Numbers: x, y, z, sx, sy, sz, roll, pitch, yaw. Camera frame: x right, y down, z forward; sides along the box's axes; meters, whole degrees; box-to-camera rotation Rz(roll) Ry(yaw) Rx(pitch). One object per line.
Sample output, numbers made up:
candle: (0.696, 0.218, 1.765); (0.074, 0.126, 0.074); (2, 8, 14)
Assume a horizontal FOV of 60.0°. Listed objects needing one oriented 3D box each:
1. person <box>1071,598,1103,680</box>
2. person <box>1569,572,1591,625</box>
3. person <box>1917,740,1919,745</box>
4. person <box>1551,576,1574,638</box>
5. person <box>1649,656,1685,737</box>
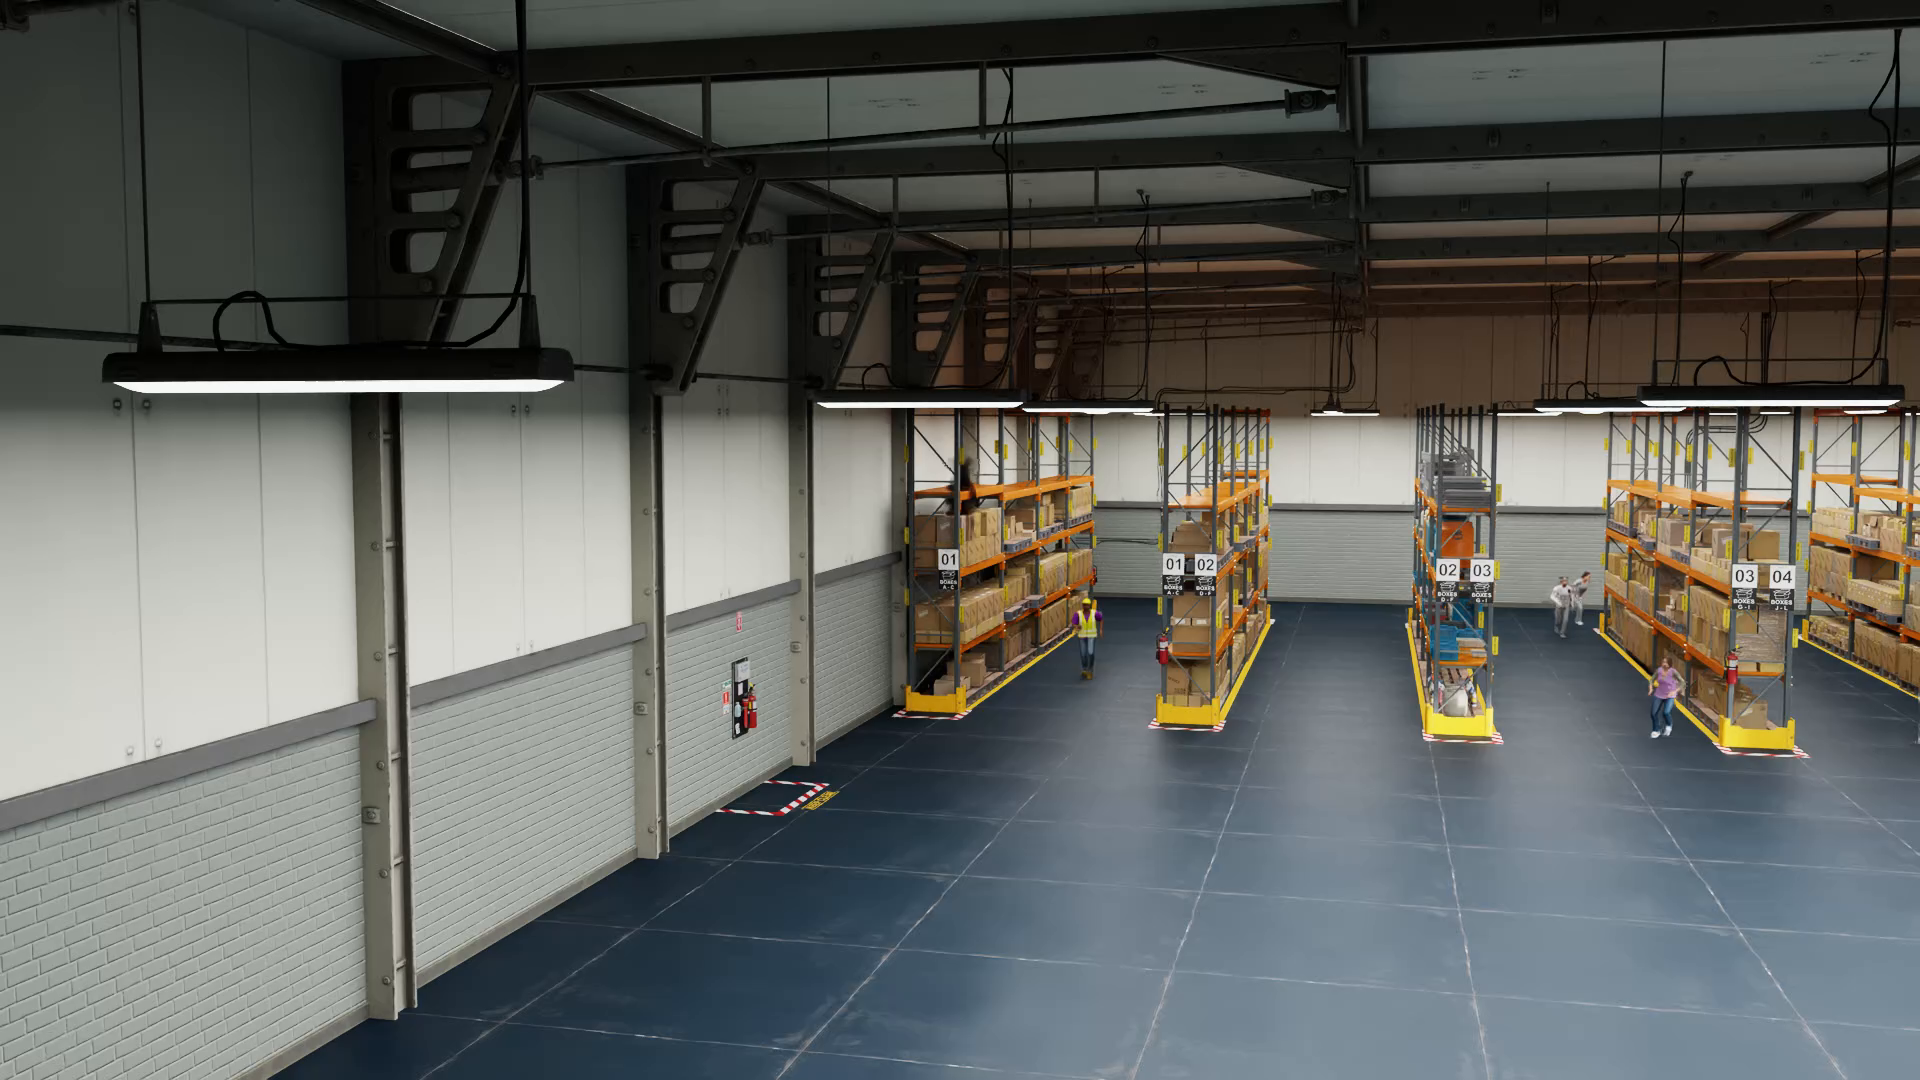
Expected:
person: (2.796, 2.179, 36.640); (0.674, 1.811, 0.826); (1, 4, 9)
person: (17.167, 1.602, 46.484); (0.558, 1.499, 0.994); (-3, 5, -36)
person: (17.015, 2.807, 28.609); (0.926, 1.681, 0.541); (4, 6, 41)
person: (15.815, 1.739, 43.678); (0.614, 1.642, 0.714); (1, 4, 7)
person: (12.607, 2.819, 29.707); (0.624, 1.512, 0.538); (3, 5, 37)
